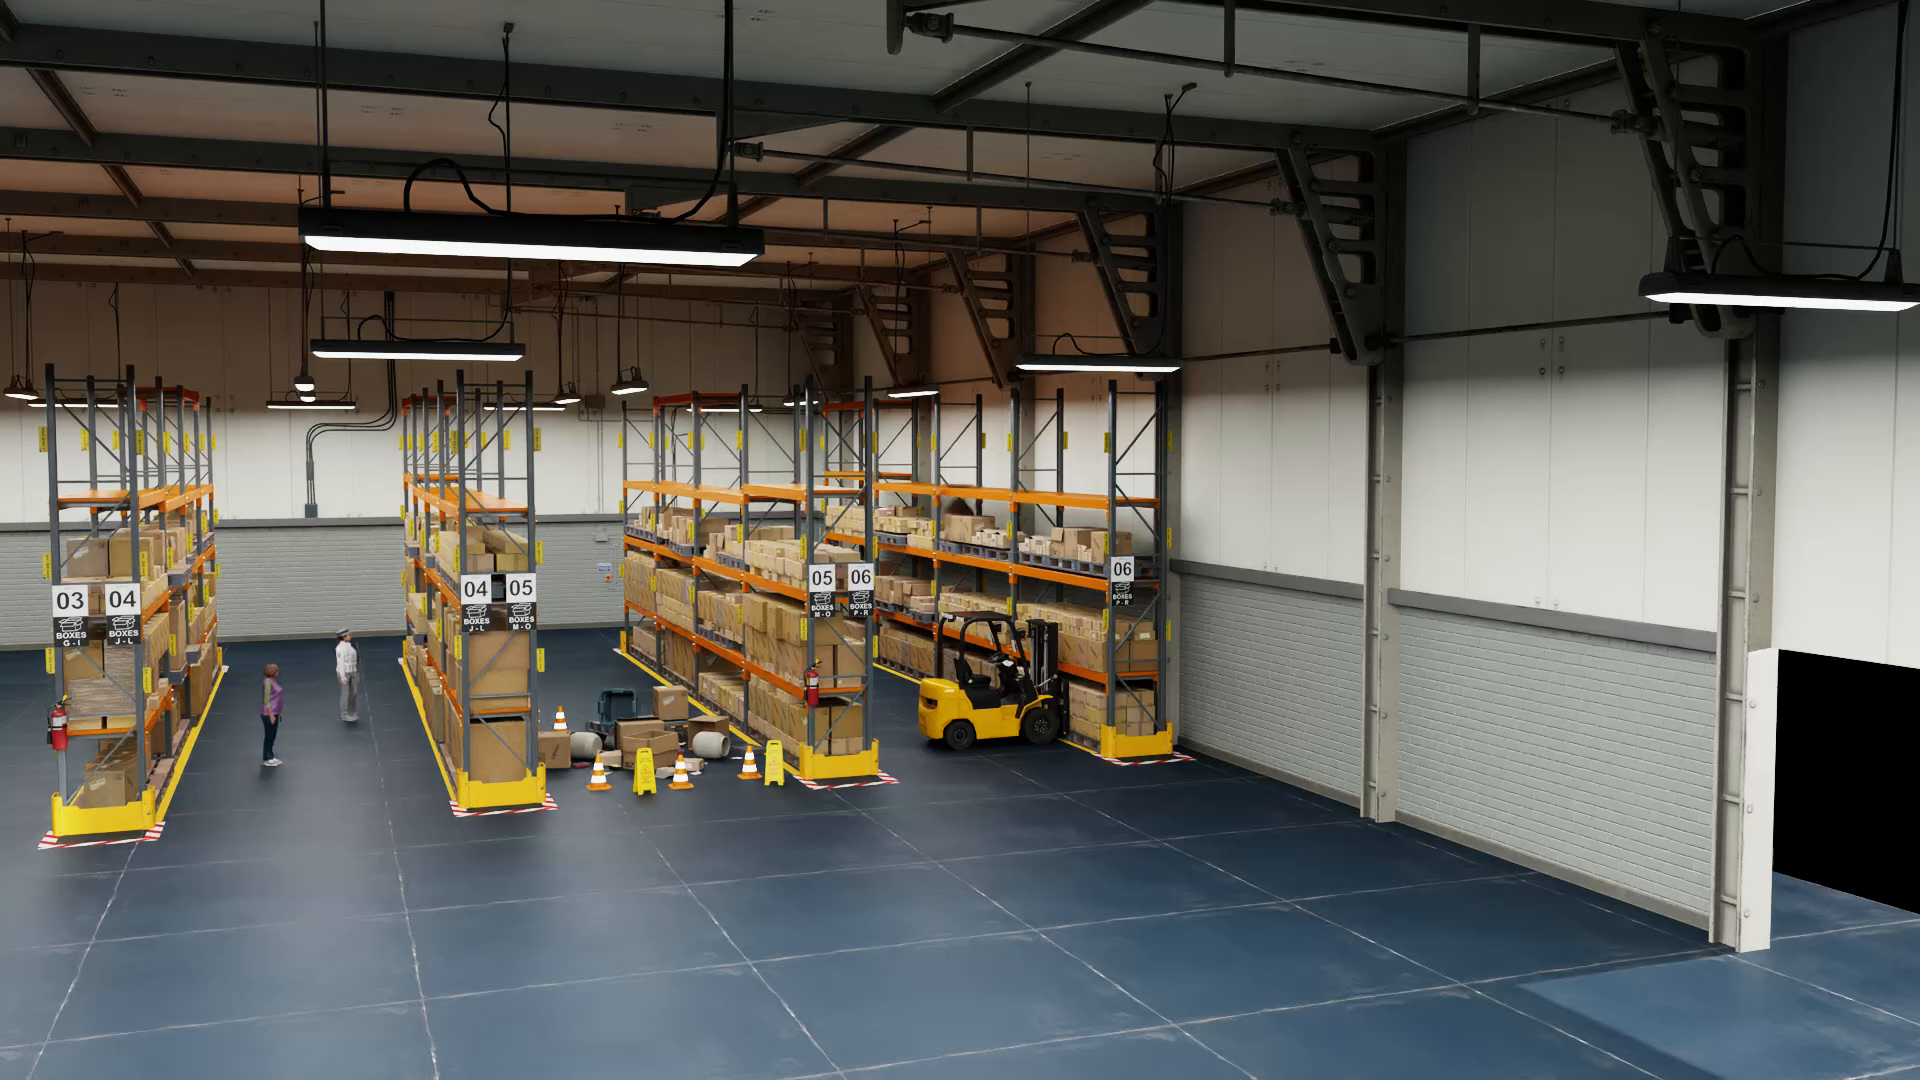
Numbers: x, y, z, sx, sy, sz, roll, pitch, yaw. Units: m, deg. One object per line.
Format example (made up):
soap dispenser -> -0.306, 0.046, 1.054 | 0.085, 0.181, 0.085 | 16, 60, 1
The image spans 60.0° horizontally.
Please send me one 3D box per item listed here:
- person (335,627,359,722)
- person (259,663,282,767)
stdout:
person -> -11.043, 2.434, 29.999 | 0.372, 1.723, 0.551 | 1, 4, 18
person -> -10.670, 2.701, 25.740 | 0.372, 1.601, 0.470 | 0, 3, 1
